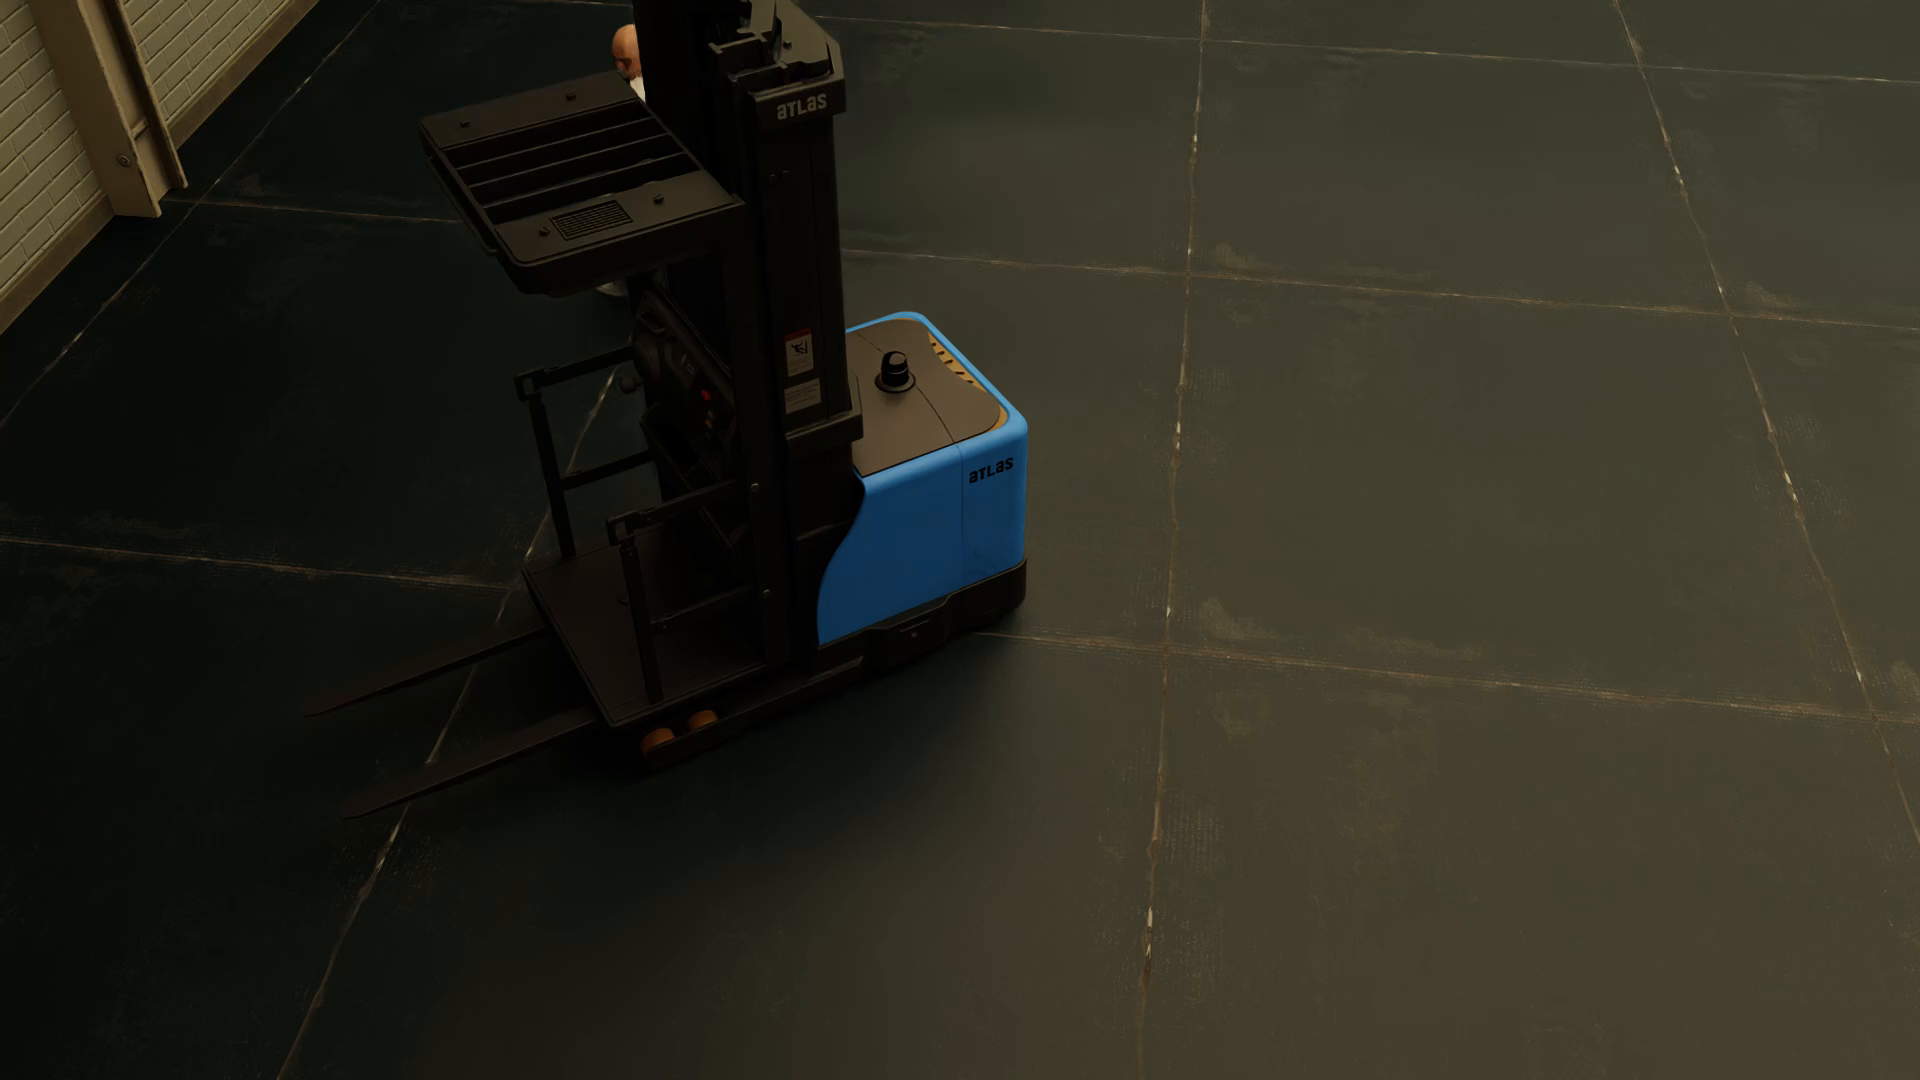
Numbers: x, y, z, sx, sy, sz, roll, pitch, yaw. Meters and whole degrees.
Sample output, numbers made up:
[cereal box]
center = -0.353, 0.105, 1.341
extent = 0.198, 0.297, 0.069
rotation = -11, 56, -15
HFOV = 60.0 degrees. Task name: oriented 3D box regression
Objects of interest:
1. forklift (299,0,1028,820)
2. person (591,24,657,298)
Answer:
[forklift]
center = -1.237, -0.552, 6.325
extent = 3.031, 2.935, 1.130
rotation = -22, 47, -22
[person]
center = -1.661, -1.912, 8.755
extent = 0.975, 1.696, 0.619
rotation = 18, 46, 19
